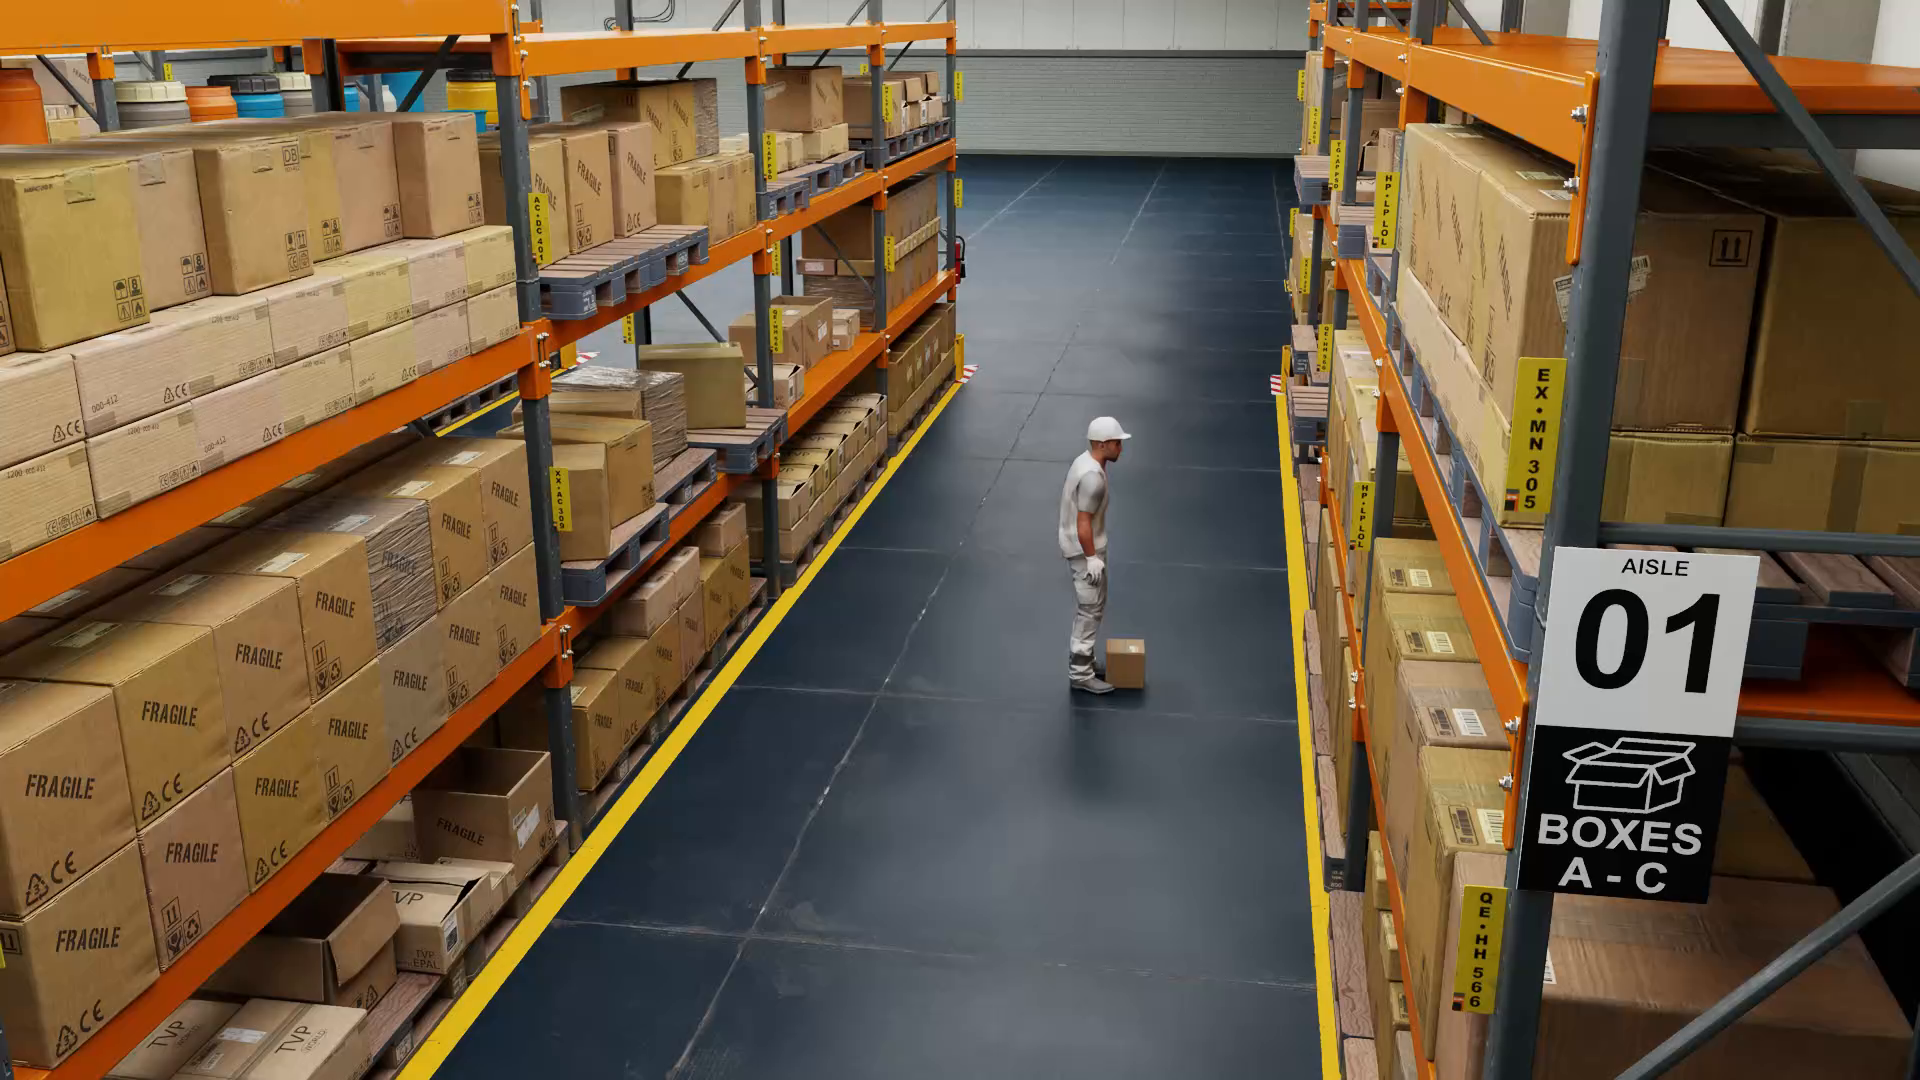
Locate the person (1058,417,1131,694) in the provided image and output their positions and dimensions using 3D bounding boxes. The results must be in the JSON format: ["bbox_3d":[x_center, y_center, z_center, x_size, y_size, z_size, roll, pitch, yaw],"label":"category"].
[{"bbox_3d":[0.862,0.075,10.794,0.451,1.778,0.612,2,18,6],"label":"person"}]
